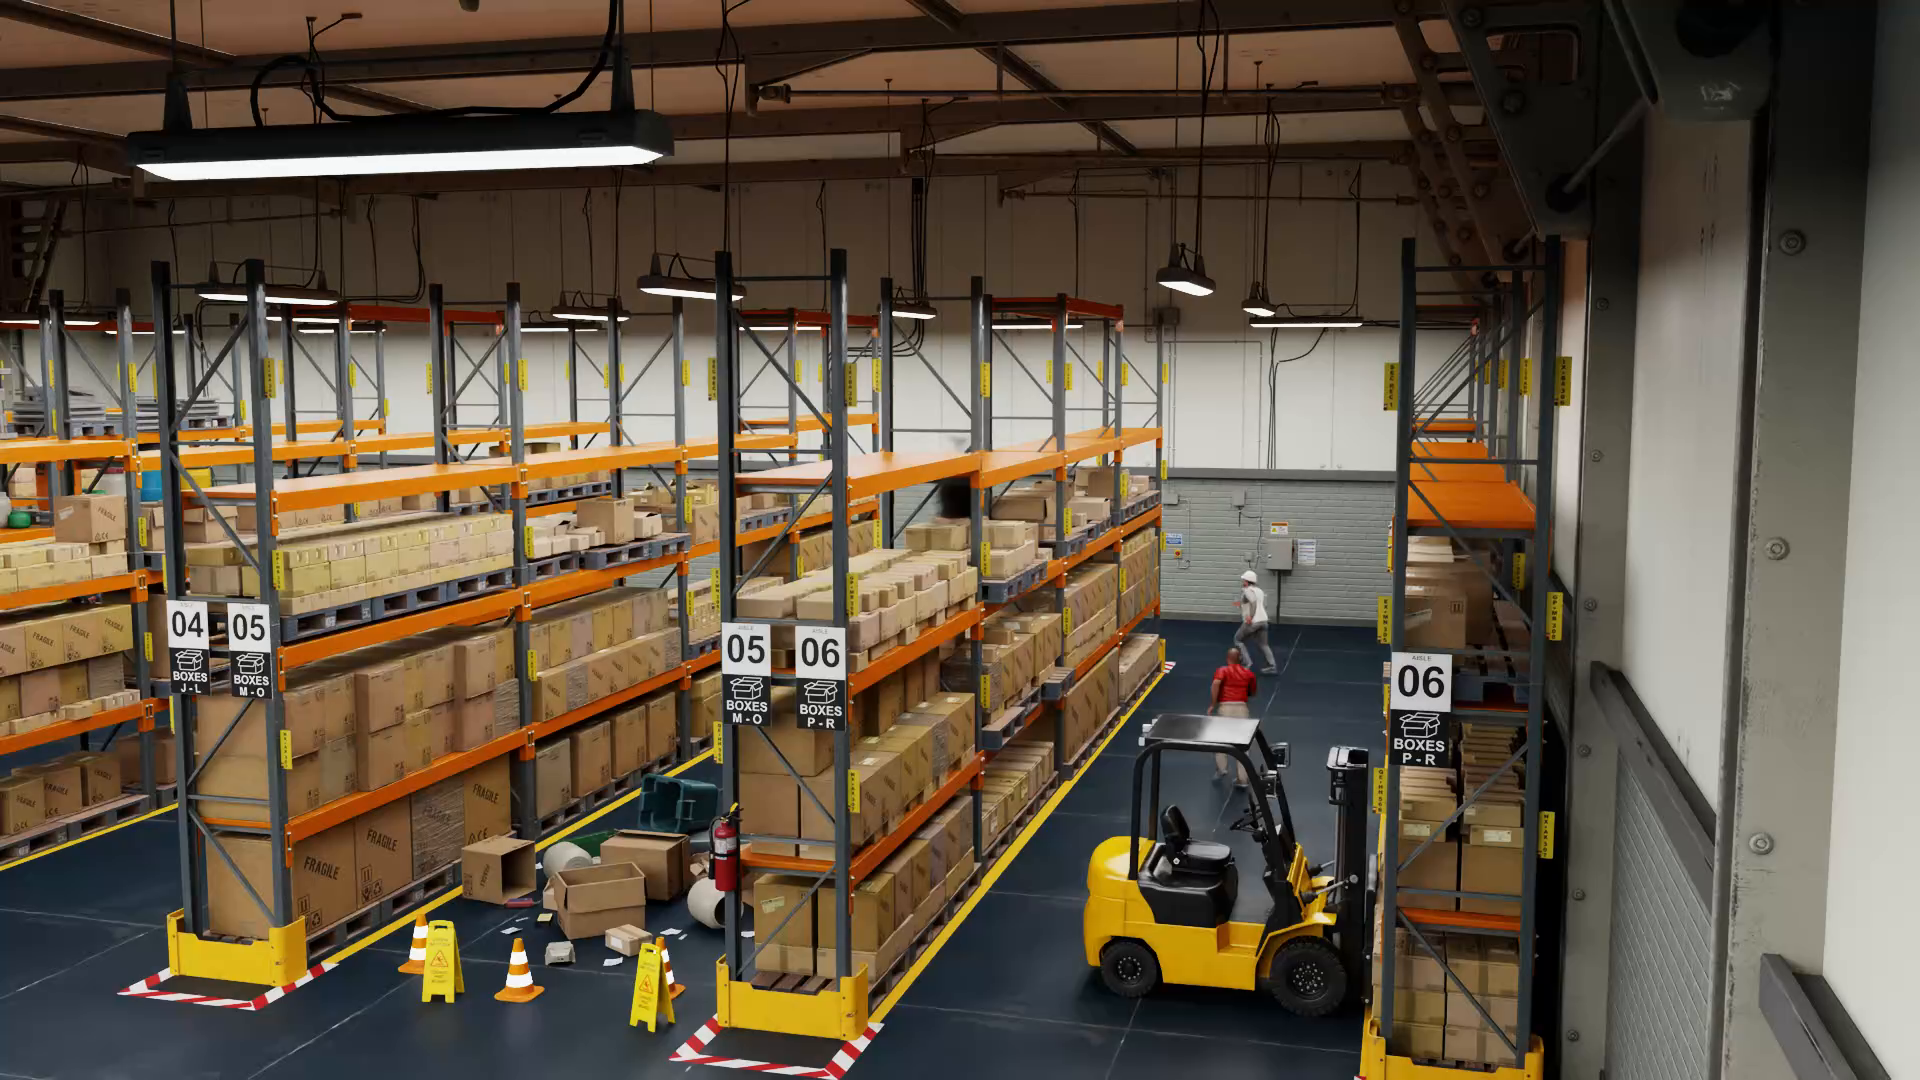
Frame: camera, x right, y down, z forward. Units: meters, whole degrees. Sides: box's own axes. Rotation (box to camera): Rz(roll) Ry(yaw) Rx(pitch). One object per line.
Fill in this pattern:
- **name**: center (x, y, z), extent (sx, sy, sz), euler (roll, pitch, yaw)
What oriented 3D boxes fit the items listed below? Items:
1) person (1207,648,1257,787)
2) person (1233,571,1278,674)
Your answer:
- **person**: center (3.351, 2.188, 20.489), extent (0.665, 1.681, 0.972), euler (0, 6, -2)
- **person**: center (4.907, 1.383, 27.667), extent (0.577, 1.720, 0.939), euler (-5, 8, -39)
